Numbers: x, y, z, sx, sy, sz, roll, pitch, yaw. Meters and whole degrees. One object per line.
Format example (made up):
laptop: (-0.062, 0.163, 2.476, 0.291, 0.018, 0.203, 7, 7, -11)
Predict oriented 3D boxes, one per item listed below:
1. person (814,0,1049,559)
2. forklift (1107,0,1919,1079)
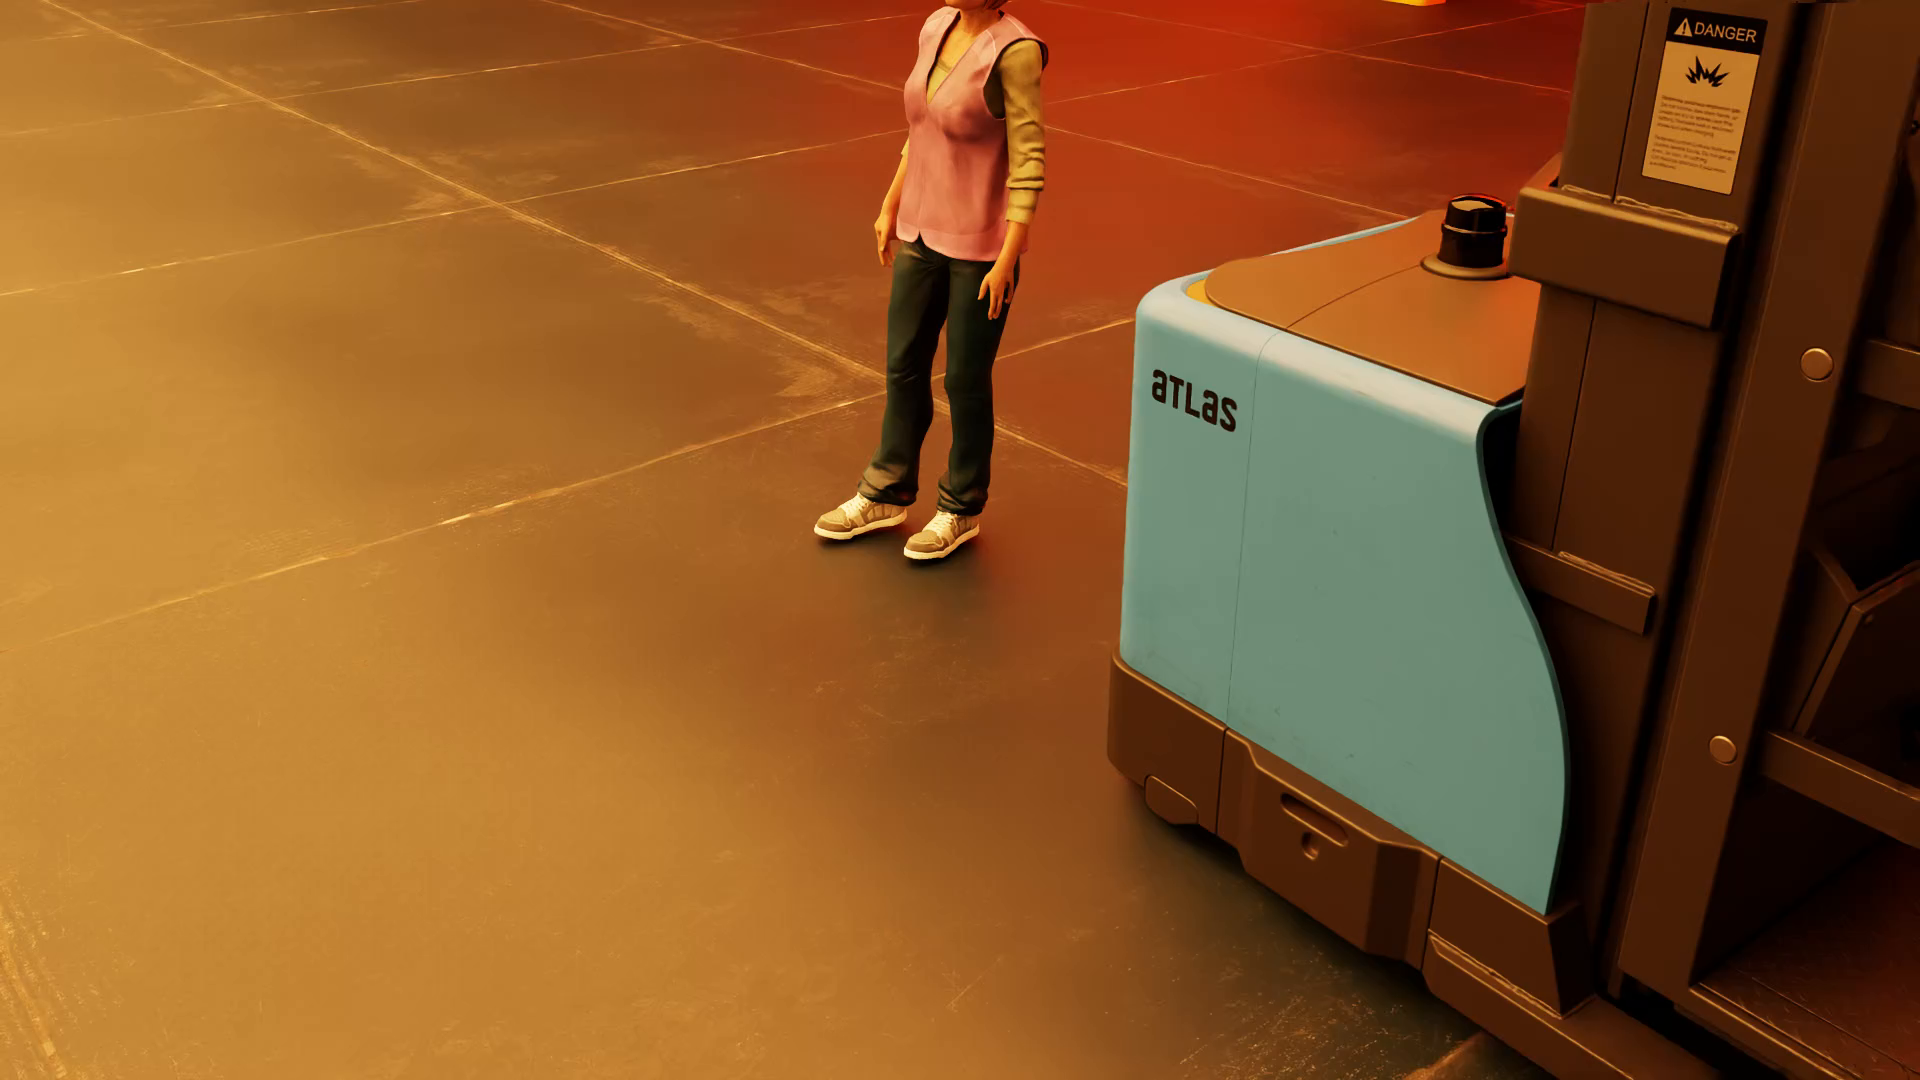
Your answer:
person: (-0.066, -0.706, 4.110, 0.475, 1.598, 0.519, -20, 33, -35)
forklift: (1.599, -0.422, 2.052, 1.130, 2.935, 3.031, -19, 32, -33)
